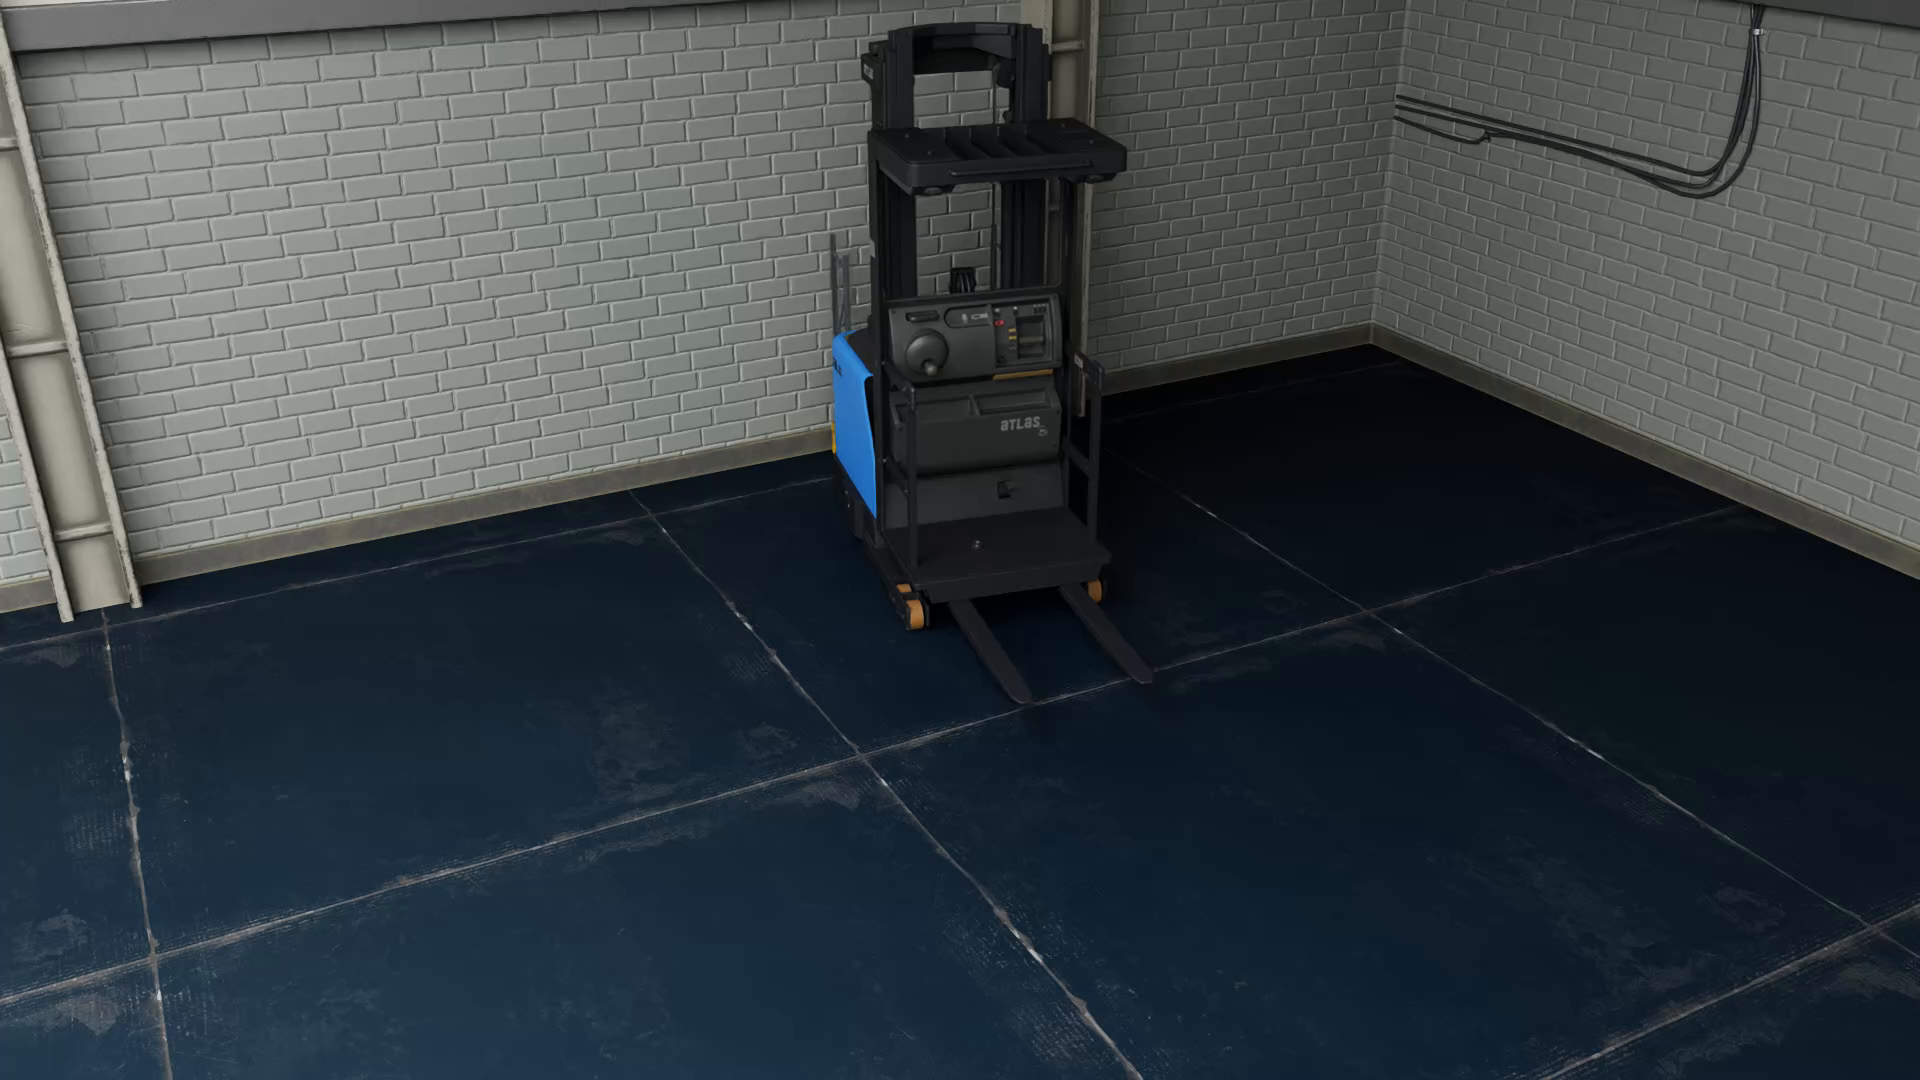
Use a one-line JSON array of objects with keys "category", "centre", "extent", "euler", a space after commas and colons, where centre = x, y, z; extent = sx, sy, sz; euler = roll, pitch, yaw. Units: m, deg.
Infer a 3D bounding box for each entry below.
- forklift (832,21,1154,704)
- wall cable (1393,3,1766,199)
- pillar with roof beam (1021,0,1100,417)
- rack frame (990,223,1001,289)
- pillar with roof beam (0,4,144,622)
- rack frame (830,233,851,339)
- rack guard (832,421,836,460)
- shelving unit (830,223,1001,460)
[{"category": "forklift", "centre": [0.150, -1.037, 8.523], "extent": [1.130, 2.935, 3.031], "euler": [-8, 27, -15]}, {"category": "wall cable", "centre": [3.848, -3.634, 10.509], "extent": [0.112, 2.526, 3.097], "euler": [-13, 29, -25]}, {"category": "pillar with roof beam", "centre": [2.652, -3.295, 6.215], "extent": [0.400, 9.000, 9.100], "euler": [-13, 29, -25]}, {"category": "rack frame", "centre": [0.261, -1.203, 10.522], "extent": [0.032, 1.500, 0.500], "euler": [-6, 26, -12]}, {"category": "pillar with roof beam", "centre": [-2.642, -2.072, 3.670], "extent": [0.400, 9.000, 9.100], "euler": [-13, 29, -25]}, {"category": "rack frame", "centre": [-0.727, -1.100, 10.306], "extent": [0.032, 1.500, 0.500], "euler": [-6, 26, -12]}, {"category": "rack guard", "centre": [-0.725, -0.536, 10.575], "extent": [0.087, 0.250, 0.587], "euler": [-6, 26, -12]}, {"category": "shelving unit", "centre": [-0.242, -1.151, 10.412], "extent": [1.083, 1.500, 0.587], "euler": [-6, 26, -12]}]
